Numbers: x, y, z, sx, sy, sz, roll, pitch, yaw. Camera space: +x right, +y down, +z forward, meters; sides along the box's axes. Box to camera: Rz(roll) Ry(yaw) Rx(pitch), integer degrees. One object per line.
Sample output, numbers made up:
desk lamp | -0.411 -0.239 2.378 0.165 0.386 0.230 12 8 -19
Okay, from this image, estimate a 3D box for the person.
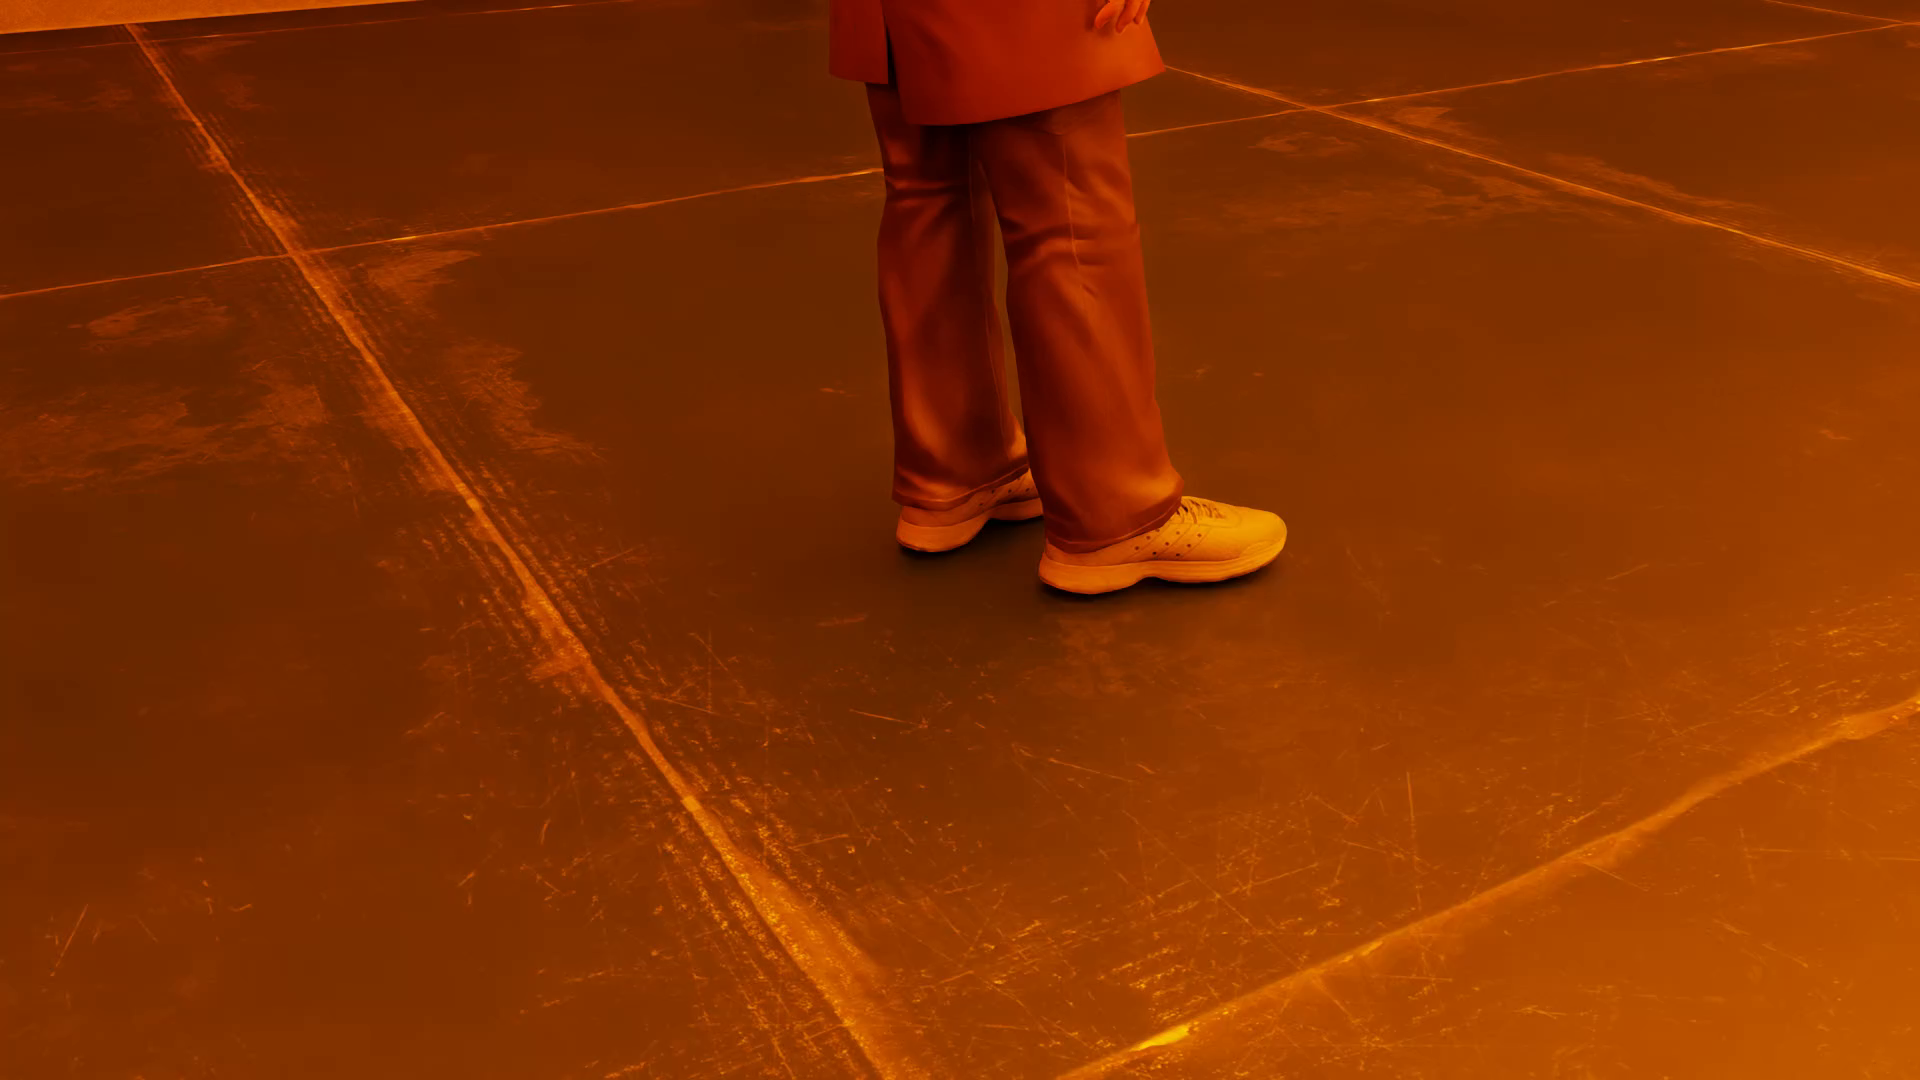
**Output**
person | 0.081 -0.818 2.131 0.582 1.775 0.696 -15 30 -26
